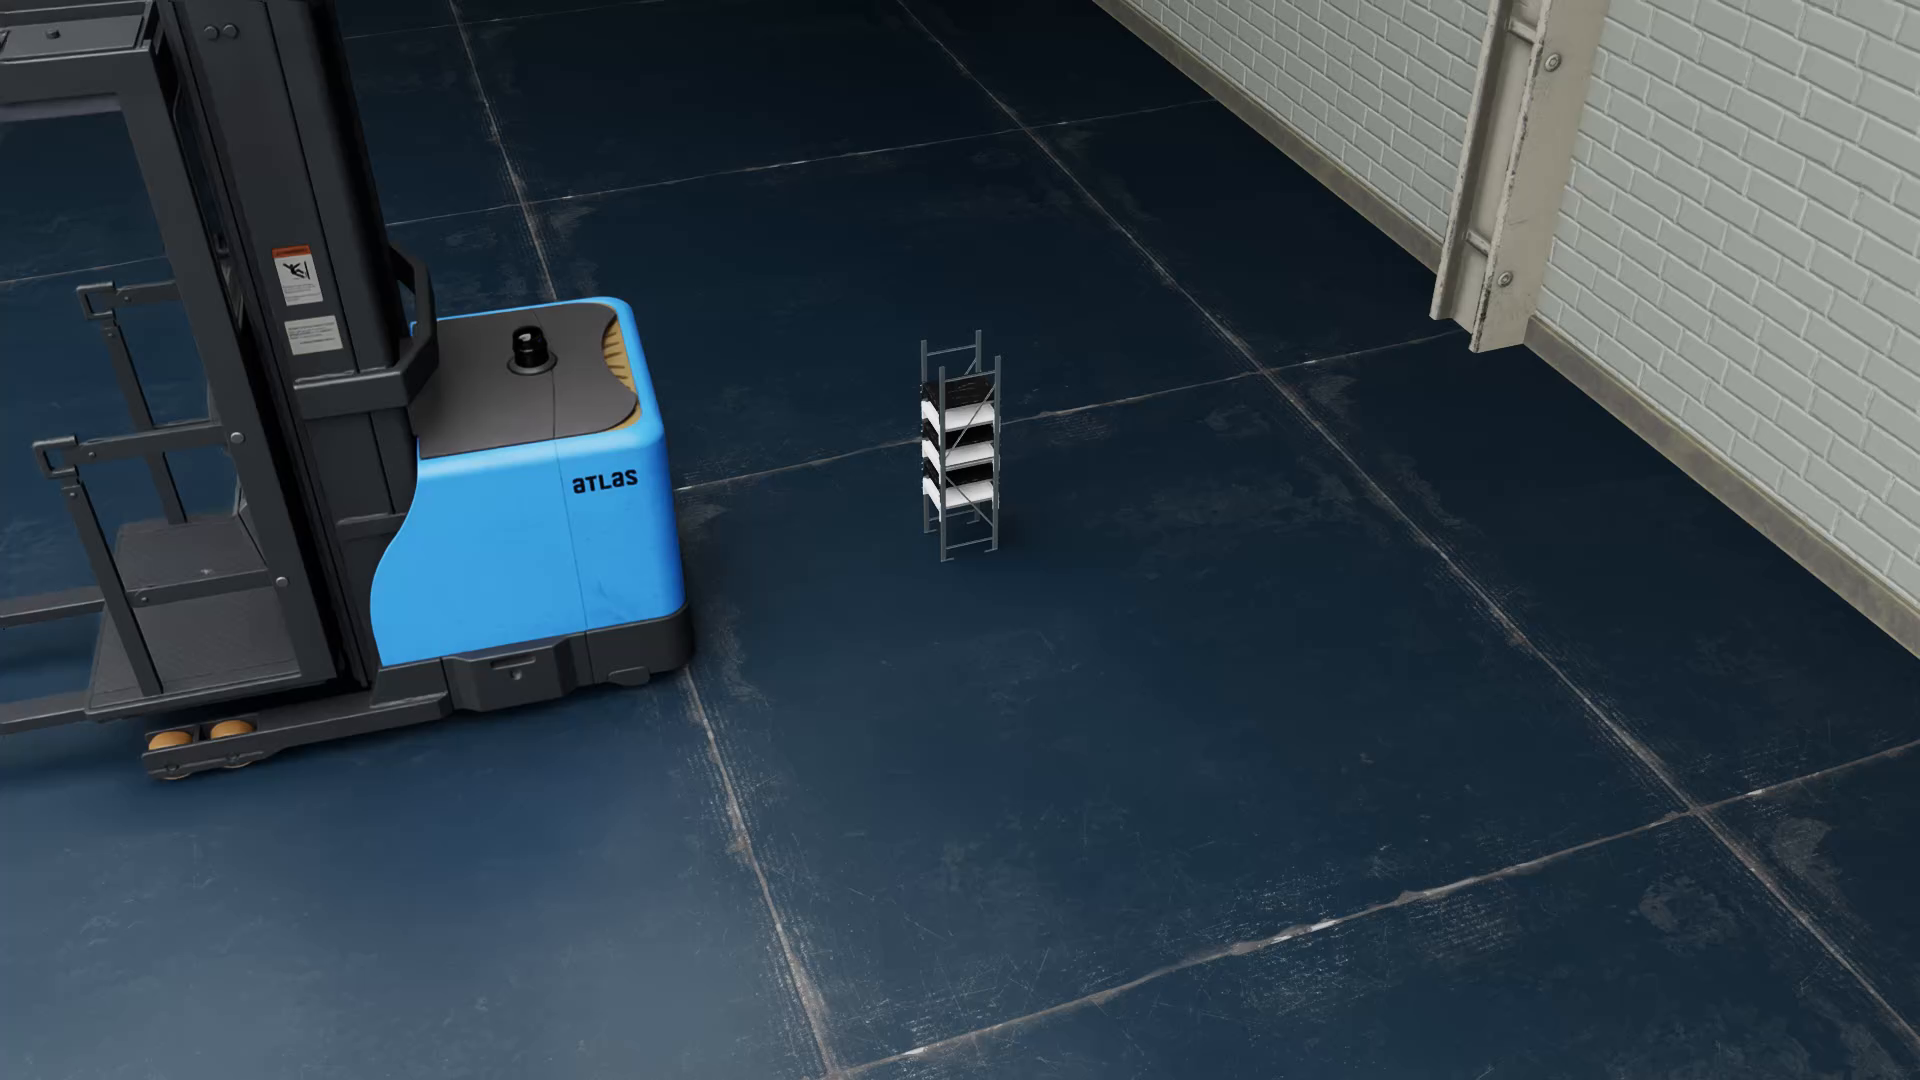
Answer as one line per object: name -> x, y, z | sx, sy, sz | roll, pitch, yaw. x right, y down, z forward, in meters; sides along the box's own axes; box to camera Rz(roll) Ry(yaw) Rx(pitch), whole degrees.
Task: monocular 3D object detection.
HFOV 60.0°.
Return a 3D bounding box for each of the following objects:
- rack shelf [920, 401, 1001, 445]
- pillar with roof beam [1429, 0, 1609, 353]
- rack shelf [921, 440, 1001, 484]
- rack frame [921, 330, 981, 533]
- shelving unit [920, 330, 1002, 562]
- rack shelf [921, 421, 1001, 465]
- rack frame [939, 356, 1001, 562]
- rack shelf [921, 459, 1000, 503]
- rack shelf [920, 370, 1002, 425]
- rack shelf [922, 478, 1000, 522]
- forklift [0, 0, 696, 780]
rack shelf -> 0.003, -0.472, 6.385 | 0.258, 0.077, 0.200 | -12, 39, -16
pillar with roof beam -> -1.510, -3.738, 4.233 | 9.100, 9.000, 0.400 | -12, 39, -16
rack shelf -> 0.003, -0.328, 6.493 | 0.258, 0.077, 0.200 | -12, 39, -16
rack frame -> -0.032, -0.412, 6.549 | 0.240, 0.900, 0.006 | -12, 39, -16
shelving unit -> 0.003, -0.355, 6.473 | 0.258, 0.900, 0.210 | -12, 39, -16
rack shelf -> 0.003, -0.400, 6.439 | 0.258, 0.077, 0.200 | -12, 39, -16
rack frame -> 0.038, -0.297, 6.397 | 0.240, 0.900, 0.006 | -12, 39, -16
rack shelf -> 0.003, -0.256, 6.547 | 0.258, 0.077, 0.200 | -12, 39, -16
rack shelf -> 0.003, -0.544, 6.331 | 0.258, 0.077, 0.200 | -12, 39, -16
rack shelf -> 0.003, -0.184, 6.602 | 0.258, 0.077, 0.200 | -12, 39, -16
forklift -> -2.543, -0.710, 5.257 | 3.031, 2.935, 1.130 | -10, 38, -13
